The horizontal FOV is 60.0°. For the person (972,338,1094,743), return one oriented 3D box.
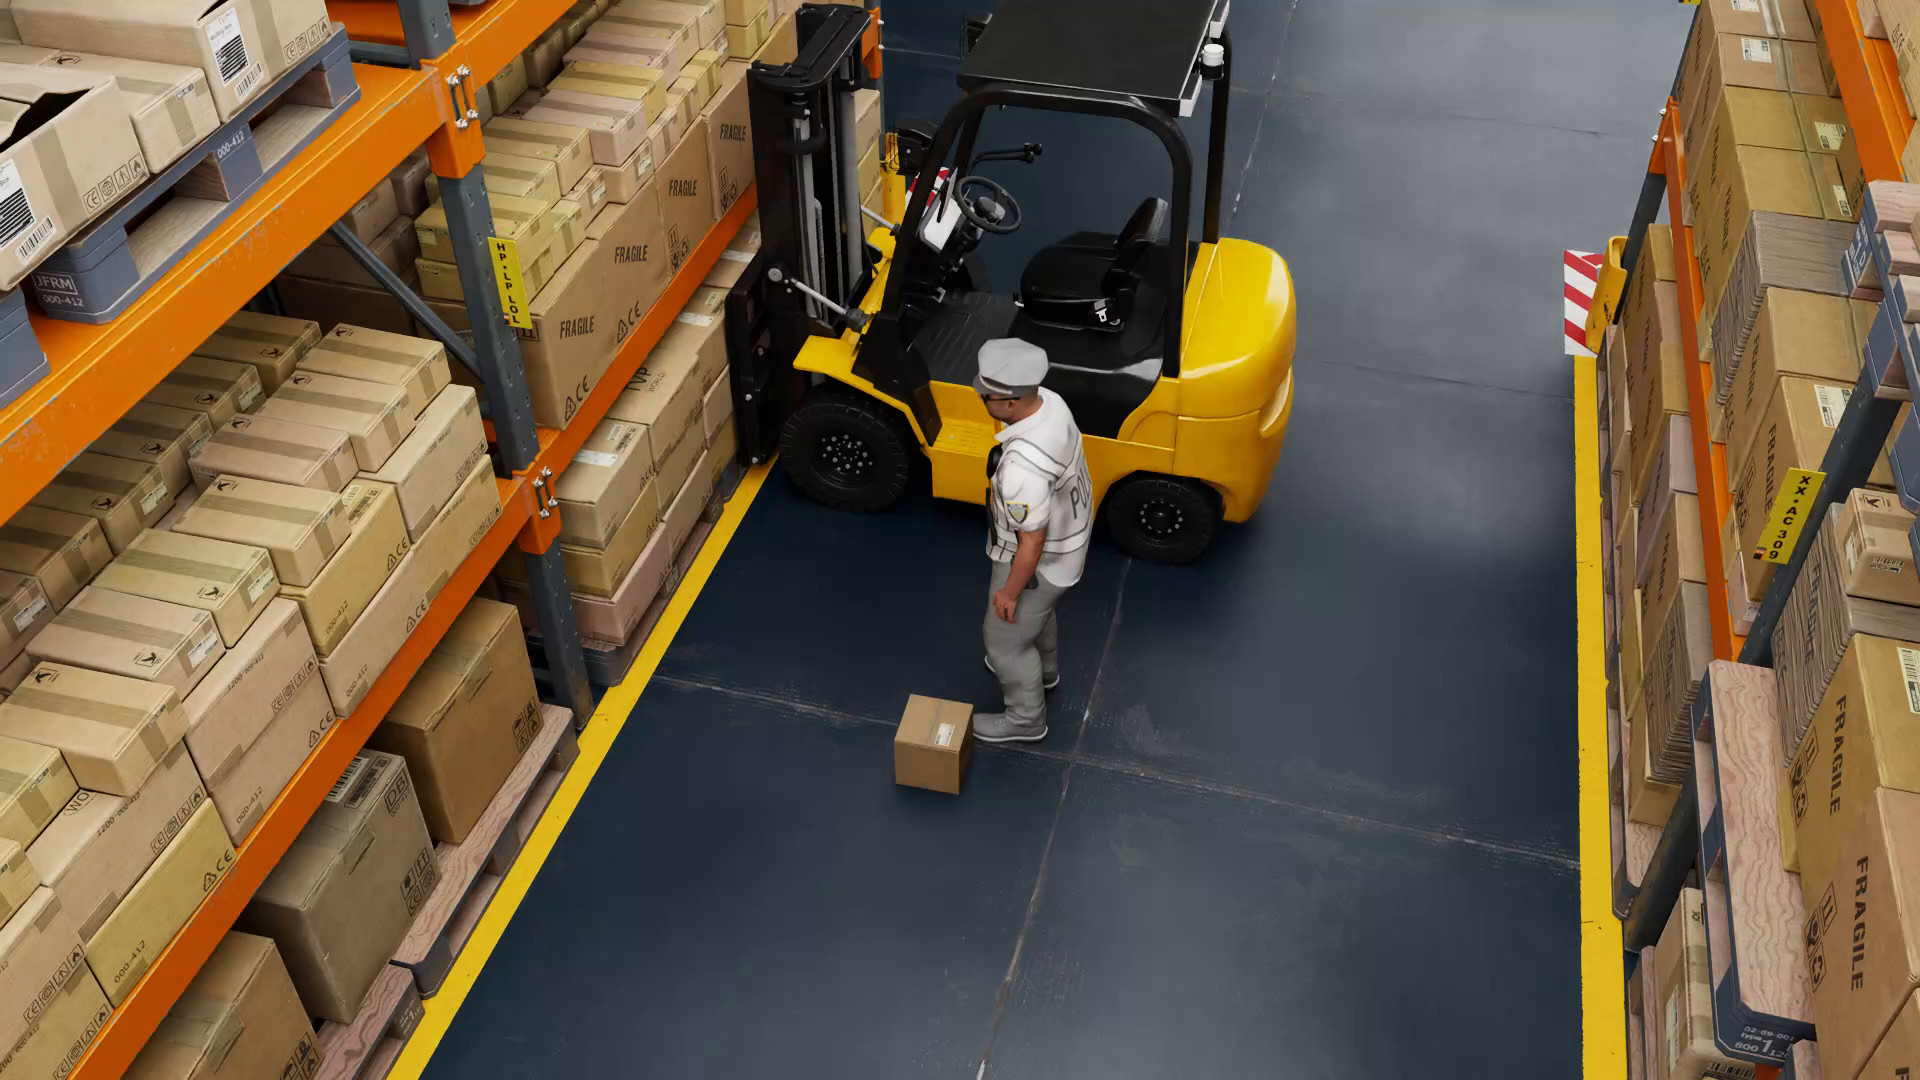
[{"bbox_3d":[0.260,0.030,6.118,0.436,1.747,0.599,8,41,9],"label":"person"}]
